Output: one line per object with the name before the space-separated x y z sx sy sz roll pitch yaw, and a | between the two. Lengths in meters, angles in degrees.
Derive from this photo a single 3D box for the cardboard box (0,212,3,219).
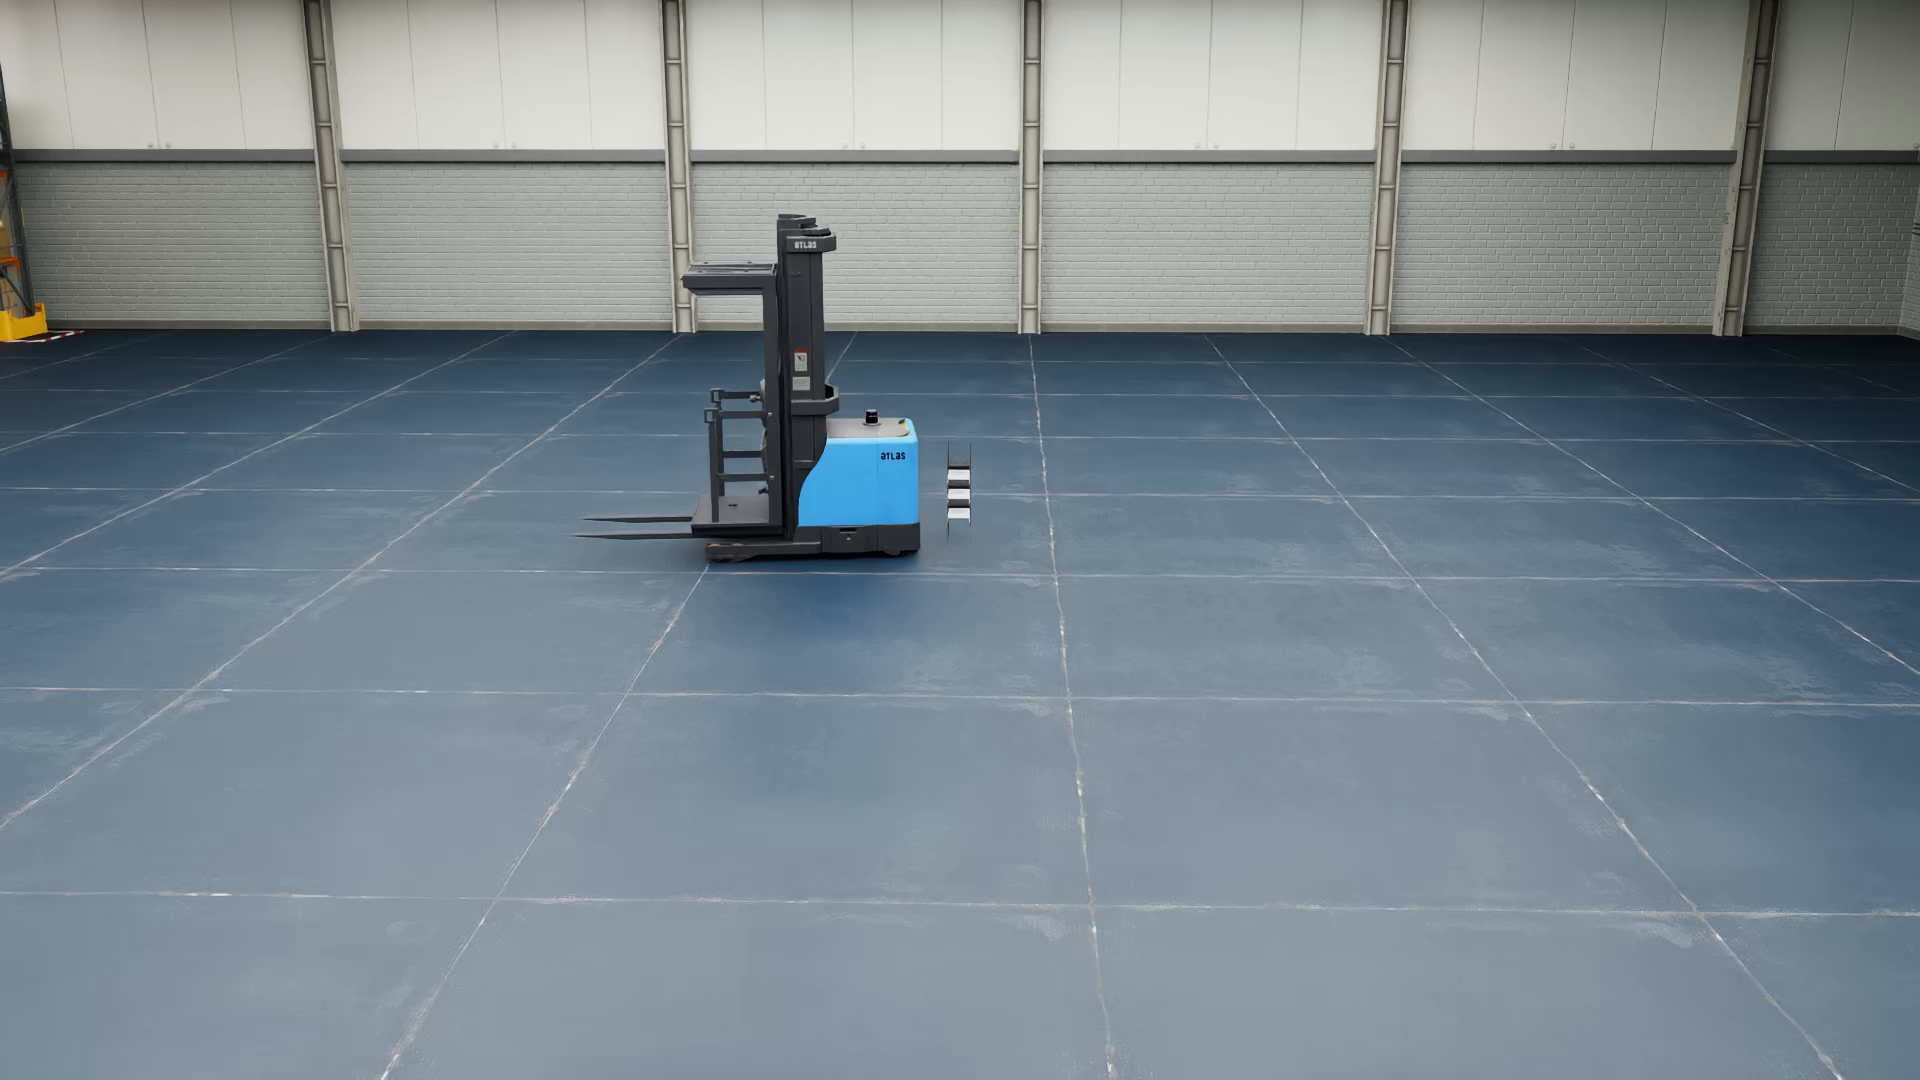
cardboard box | -16.447 -5.503 28.179 0.250 0.149 0.380 0 15 0

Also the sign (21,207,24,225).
sign | -16.097 -5.539 28.514 0.005 0.325 0.100 0 15 1

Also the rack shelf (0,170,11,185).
rack shelf | -18.116 -6.057 27.856 4.000 0.370 1.077 0 15 1

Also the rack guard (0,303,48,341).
rack guard | -16.093 -3.732 28.416 0.348 0.500 1.175 0 15 1

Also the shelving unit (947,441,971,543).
shelving unit | -0.008 -0.435 15.135 0.210 0.900 0.258 0 15 1

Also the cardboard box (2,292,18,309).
cardboard box | -16.582 -4.112 28.544 0.500 0.250 0.500 1 15 2

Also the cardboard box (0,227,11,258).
cardboard box | -16.605 -5.063 28.366 0.500 0.500 0.500 1 15 3

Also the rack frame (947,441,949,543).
rack frame | -0.110 -0.436 15.138 0.006 0.900 0.240 0 15 1

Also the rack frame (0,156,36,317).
rack frame | -16.117 -4.941 28.098 0.127 3.000 1.000 0 15 1

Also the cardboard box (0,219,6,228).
cardboard box | -16.449 -5.371 28.261 0.250 0.149 0.380 0 15 0

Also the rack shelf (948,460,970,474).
rack shelf | -0.008 -0.664 15.075 0.200 0.077 0.258 0 15 1

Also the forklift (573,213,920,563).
forklift | -1.900 -1.358 14.653 3.031 2.935 1.130 -1 15 -5

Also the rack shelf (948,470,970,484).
rack shelf | -0.008 -0.577 15.098 0.200 0.077 0.258 0 15 1

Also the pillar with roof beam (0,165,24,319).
pillar with roof beam | -16.900 -6.978 24.060 0.400 9.000 9.100 0 15 1

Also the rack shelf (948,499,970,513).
rack shelf | -0.008 -0.316 15.167 0.200 0.077 0.258 0 15 1

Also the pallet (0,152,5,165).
pallet | -16.823 -6.360 27.769 1.213 0.211 1.003 0 15 1

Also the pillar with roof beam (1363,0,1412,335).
pillar with roof beam | 7.092 -6.822 23.467 0.400 9.000 9.100 0 15 1

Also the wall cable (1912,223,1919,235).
wall cable | 16.111 -6.023 26.525 0.112 2.526 3.097 0 15 1

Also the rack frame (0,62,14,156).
rack frame | -16.117 -7.842 27.333 0.127 3.000 1.000 0 15 1

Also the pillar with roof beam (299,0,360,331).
pillar with roof beam | -10.902 -6.939 23.912 0.400 9.000 9.100 0 15 1

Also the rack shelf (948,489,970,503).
rack shelf | -0.008 -0.403 15.144 0.200 0.077 0.258 0 15 1

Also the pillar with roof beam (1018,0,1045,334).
pillar with roof beam | 1.094 -6.861 23.615 0.400 9.000 9.100 0 15 1

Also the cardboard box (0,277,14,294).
cardboard box | -16.593 -4.349 28.462 0.500 0.250 0.500 0 15 1

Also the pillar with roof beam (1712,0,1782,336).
pillar with roof beam | 13.090 -6.783 23.319 0.400 9.000 9.100 0 15 1

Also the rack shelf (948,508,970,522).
rack shelf | -0.008 -0.229 15.190 0.200 0.077 0.258 0 15 1

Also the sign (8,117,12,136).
sign | -16.097 -6.994 28.130 0.005 0.325 0.100 0 15 1

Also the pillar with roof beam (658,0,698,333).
pillar with roof beam | -4.904 -6.900 23.763 0.400 9.000 9.100 0 15 1

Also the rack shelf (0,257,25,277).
rack shelf | -18.116 -4.606 28.239 4.000 0.370 1.077 0 15 1

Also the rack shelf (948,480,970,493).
rack shelf | -0.008 -0.490 15.121 0.200 0.077 0.258 0 15 1

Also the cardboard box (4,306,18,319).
cardboard box | -16.603 -3.868 28.596 0.500 0.250 0.500 0 15 2
